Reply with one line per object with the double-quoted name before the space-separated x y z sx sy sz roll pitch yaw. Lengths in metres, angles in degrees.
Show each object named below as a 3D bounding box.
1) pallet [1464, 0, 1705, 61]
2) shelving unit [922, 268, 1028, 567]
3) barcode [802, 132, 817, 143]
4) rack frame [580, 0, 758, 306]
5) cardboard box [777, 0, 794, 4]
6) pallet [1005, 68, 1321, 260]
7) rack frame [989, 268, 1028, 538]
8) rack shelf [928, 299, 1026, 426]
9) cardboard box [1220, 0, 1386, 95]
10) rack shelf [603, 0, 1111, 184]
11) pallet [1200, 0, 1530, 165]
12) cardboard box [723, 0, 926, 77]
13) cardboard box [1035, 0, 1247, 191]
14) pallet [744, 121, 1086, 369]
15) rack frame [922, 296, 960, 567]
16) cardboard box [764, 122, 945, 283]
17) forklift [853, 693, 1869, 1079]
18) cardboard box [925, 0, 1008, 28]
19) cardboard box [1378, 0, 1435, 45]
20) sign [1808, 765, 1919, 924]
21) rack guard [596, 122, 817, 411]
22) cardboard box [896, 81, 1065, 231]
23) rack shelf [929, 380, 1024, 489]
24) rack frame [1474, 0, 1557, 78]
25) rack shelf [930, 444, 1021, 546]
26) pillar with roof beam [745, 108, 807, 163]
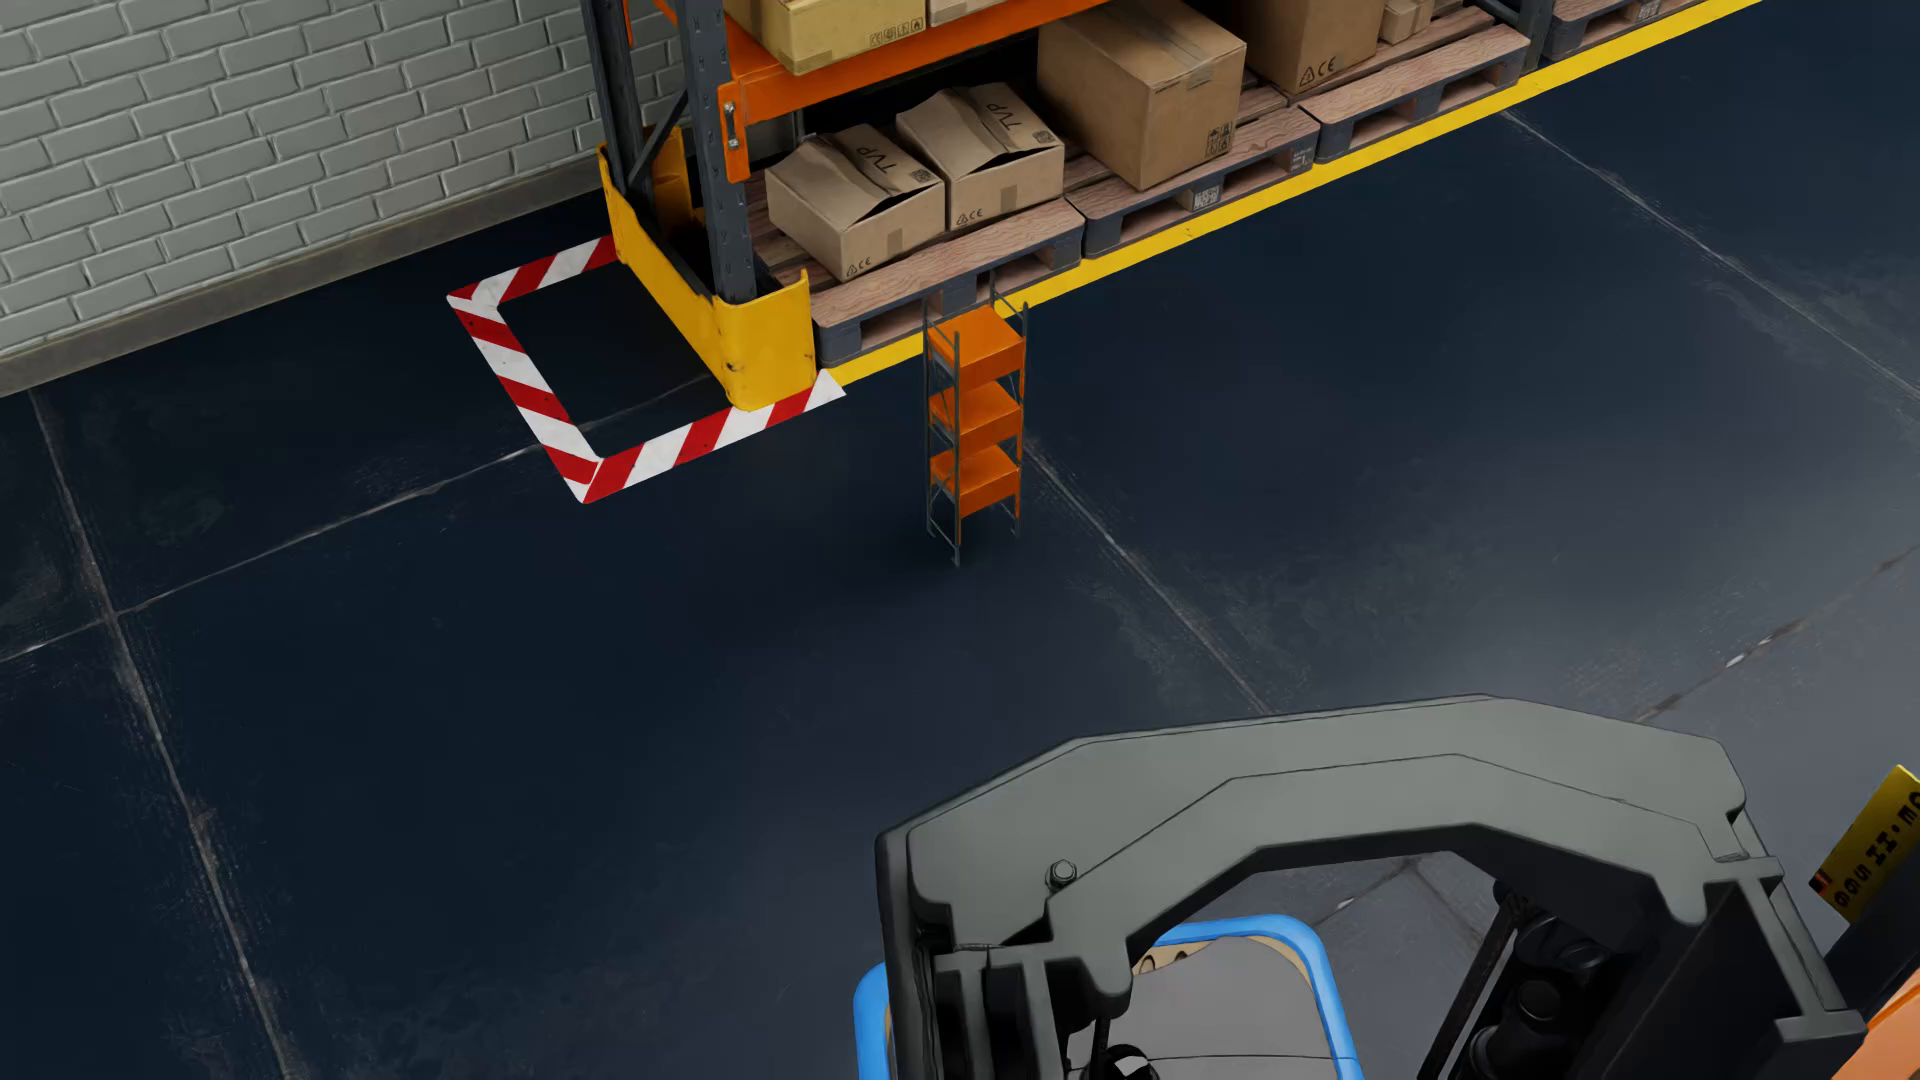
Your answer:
"pallet" 3.003 -2.842 8.139 1.213 0.211 1.003 -25 53 -21
"shelving unit" 0.045 -0.370 5.377 0.252 1.050 0.215 -25 53 -21
"barcode" -0.603 -1.598 6.664 0.075 0.075 0.001 -25 53 -21
"rack frame" -1.038 -1.864 5.401 0.127 3.000 1.000 -25 53 -21
"cardboard box" -0.474 -2.070 5.170 0.500 0.500 0.500 -25 53 -21
"pallet" 0.763 -1.751 7.168 1.213 0.211 1.003 -25 53 -21
"rack frame" 0.148 -0.419 5.420 0.008 1.050 0.200 -25 53 -21
"rack shelf" 0.045 -0.552 5.173 0.240 0.259 0.215 -25 53 -21
"cardboard box" 1.488 -2.334 7.199 0.500 0.500 0.500 -29 54 -23
"rack shelf" 0.653 -2.422 6.380 4.000 0.370 1.077 -25 53 -21
"pallet" 1.796 -2.240 7.604 1.213 0.211 1.003 -25 53 -21
"cardboard box" -0.456 -1.815 5.444 0.500 0.250 0.500 -27 54 -22
"cardboard box" 0.724 -1.886 6.800 0.500 0.500 0.700 -28 54 -23
"pallet" -0.268 -1.268 6.738 1.213 0.211 1.003 -25 53 -21
"rack frame" -0.058 -0.322 5.334 0.008 1.050 0.200 -25 53 -21
"cardboard box" -0.405 -1.335 6.436 0.500 0.311 0.500 -31 55 -25
"forklift" 0.460 1.683 2.288 1.130 2.935 3.031 -6 49 -5
"cardboard box" -0.024 -2.031 5.637 0.500 0.250 0.500 -27 54 -22
"cardboard box" 1.908 -2.430 7.508 0.250 0.166 0.380 -32 56 -25
"sign" 1.330 0.451 2.406 0.005 0.325 0.100 -25 53 -21
"rack guard" -0.974 -1.063 6.362 0.348 0.500 1.175 -25 53 -21
"cardboard box" 0.077 -1.562 6.638 0.500 0.311 0.500 -21 52 -18
"rack shelf" 0.045 -0.363 5.385 0.240 0.259 0.215 -25 53 -21
"rack frame" 2.345 -3.458 6.821 0.127 3.000 1.000 -25 53 -21
"rack shelf" 0.045 -0.179 5.592 0.240 0.259 0.215 -25 53 -21
"pillar with roof beam" 1.389 -1.965 1.474 0.400 9.000 9.100 -25 53 -21
